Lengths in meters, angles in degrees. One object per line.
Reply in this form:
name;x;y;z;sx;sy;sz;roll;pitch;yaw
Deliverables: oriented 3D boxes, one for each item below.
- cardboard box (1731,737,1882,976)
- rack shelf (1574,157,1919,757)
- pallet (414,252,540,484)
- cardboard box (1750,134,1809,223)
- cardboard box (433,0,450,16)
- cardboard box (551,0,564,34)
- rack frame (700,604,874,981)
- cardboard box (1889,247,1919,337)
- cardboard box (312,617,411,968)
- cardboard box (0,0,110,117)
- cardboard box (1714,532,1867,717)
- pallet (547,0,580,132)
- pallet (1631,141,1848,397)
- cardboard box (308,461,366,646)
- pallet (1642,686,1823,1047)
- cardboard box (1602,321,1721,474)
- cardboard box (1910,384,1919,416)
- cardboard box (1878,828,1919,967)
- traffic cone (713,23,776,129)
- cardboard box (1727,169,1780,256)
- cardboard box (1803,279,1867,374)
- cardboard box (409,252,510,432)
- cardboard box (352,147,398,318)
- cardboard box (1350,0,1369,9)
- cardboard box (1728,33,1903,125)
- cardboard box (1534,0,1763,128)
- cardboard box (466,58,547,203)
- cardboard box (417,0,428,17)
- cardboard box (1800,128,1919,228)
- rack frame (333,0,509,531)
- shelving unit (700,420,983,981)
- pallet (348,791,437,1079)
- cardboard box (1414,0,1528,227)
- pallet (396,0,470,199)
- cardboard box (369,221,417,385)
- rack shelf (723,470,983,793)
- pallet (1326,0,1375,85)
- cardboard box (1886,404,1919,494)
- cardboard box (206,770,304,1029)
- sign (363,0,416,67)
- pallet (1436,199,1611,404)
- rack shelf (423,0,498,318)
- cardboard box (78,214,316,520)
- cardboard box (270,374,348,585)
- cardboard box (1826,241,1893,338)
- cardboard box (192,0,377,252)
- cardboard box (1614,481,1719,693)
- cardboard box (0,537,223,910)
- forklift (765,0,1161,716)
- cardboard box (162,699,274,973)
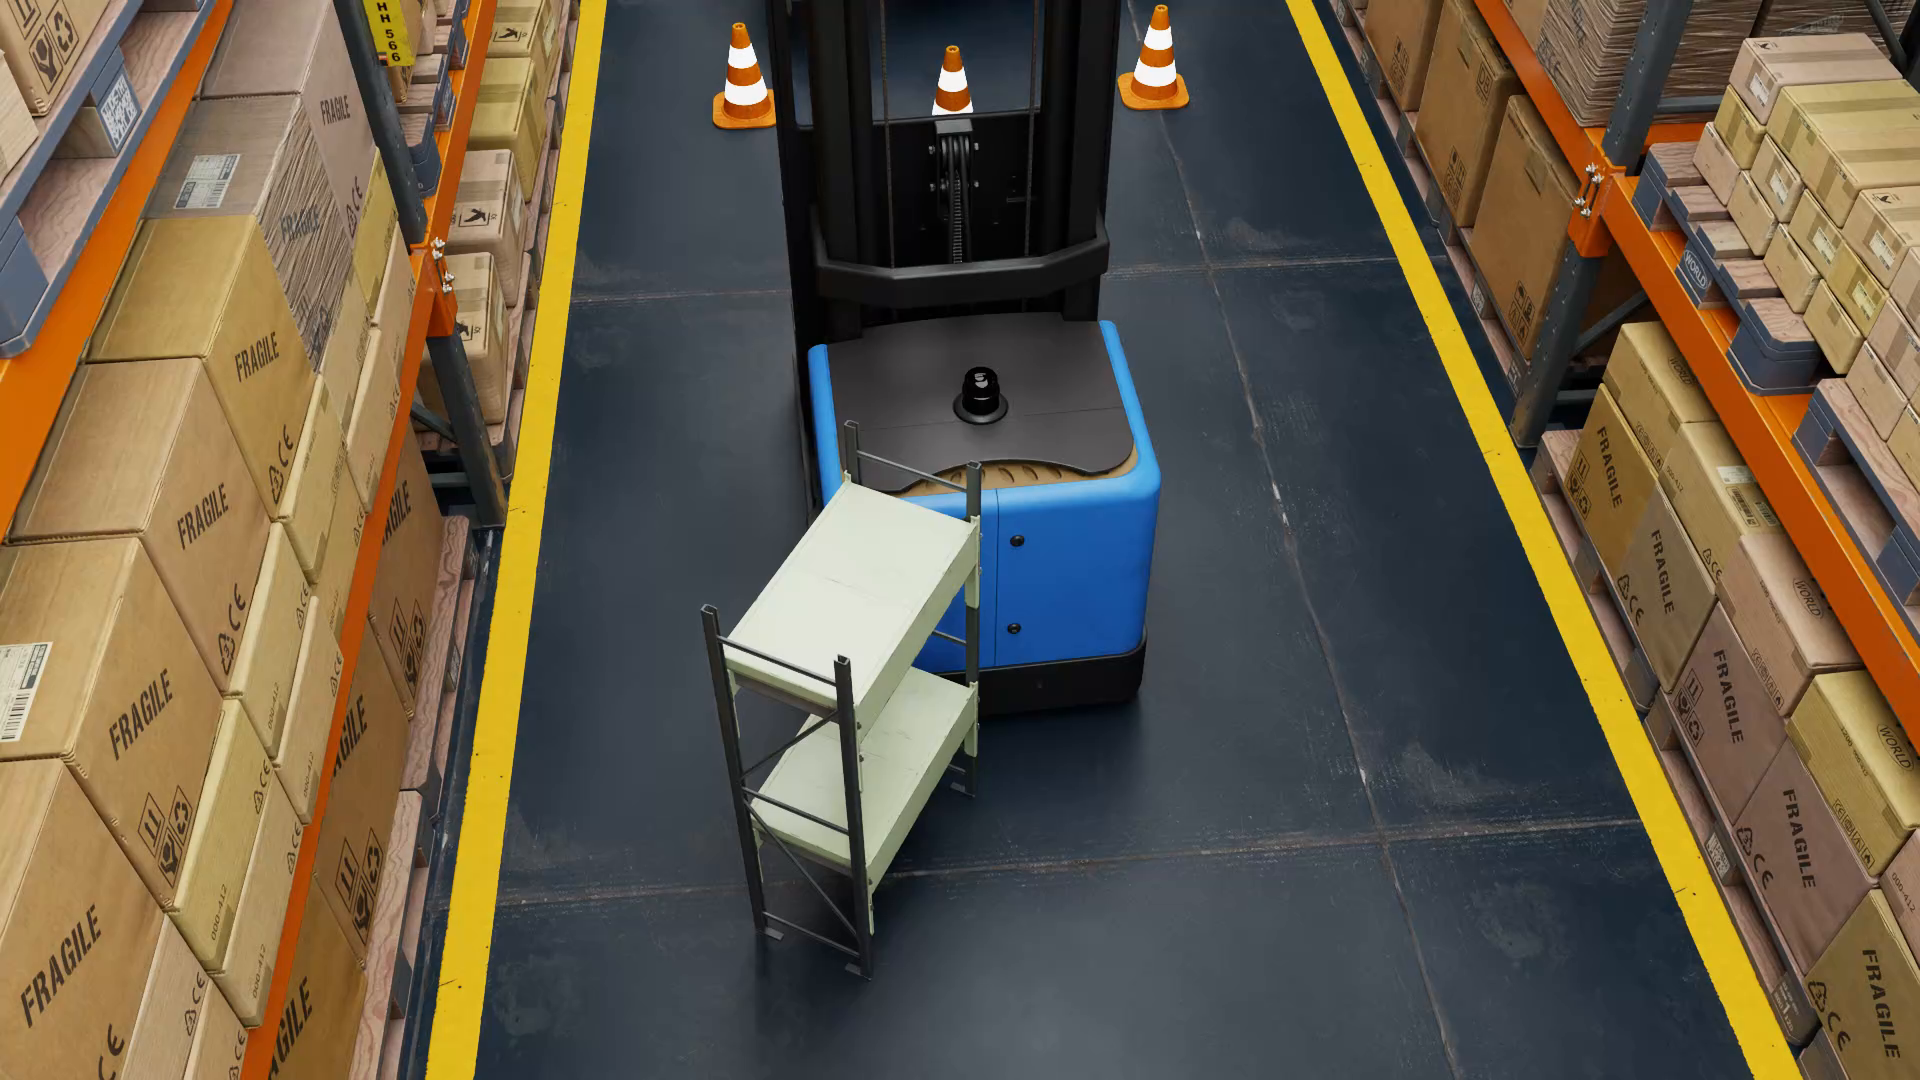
cardboard box;2.642;0.883;4.780;0.500;0.500;0.500;-4;47;-4
rack shelf;2.869;0.231;4.460;1.077;0.370;4.000;-3;47;-3
pallet;-2.287;-0.696;6.763;1.003;0.211;1.213;-3;47;-3
cardboard box;2.566;-1.065;4.872;0.380;0.149;0.250;-1;47;-1
cardboard box;-2.035;-2.001;5.963;0.380;0.149;0.250;-3;47;-3
cardboard box;-2.511;-2.845;8.399;0.950;0.372;0.625;-3;47;-3
rack frame;-0.443;0.740;4.516;0.400;1.500;0.023;19;49;17
cardboard box;2.634;-0.620;4.245;0.380;0.149;0.250;-2;47;-1
cardboard box;-2.177;0.648;4.745;0.875;0.875;0.875;-3;47;-3
cardboard box;-1.786;-1.042;2.747;0.500;0.500;0.500;-3;47;-3
cardboard box;2.589;0.234;4.879;0.500;0.250;0.500;-3;47;-3
pallet;-2.491;-2.461;8.435;1.003;0.211;1.213;-3;47;-3
pallet;2.867;-0.888;5.157;1.213;0.211;1.003;-3;47;-3
cardboard box;-1.837;0.047;4.243;0.500;0.250;0.500;-4;47;-4
pallet;2.864;0.942;5.213;1.003;0.211;1.213;-3;47;-3
cardboard box;2.518;-0.492;5.566;0.500;0.250;0.500;-5;47;-5
cardboard box;2.651;-0.330;4.175;0.380;0.149;0.250;-4;47;-4
cardboard box;2.692;0.992;4.160;0.500;0.250;0.500;-1;47;-1
traffic cone;-1.059;-2.299;8.108;0.336;0.463;0.334;-3;47;-3
cardboard box;2.560;-0.991;5.006;0.380;0.149;0.250;-1;47;-1
cardboard box;2.607;-0.601;4.637;0.380;0.149;0.250;-2;47;-1
cardboard box;-2.260;-0.739;6.405;0.950;0.372;0.625;-6;47;-6
cardboard box;-1.929;-0.874;4.771;0.500;0.250;0.500;-4;47;-3
cardboard box;2.508;-3.284;8.555;1.050;0.750;0.750;-4;47;-3
cardboard box;2.547;-1.376;4.962;0.380;0.149;0.250;-3;47;-3
cardboard box;2.396;-1.807;5.827;0.500;0.500;0.500;-3;47;-3
cardboard box;-2.388;-1.822;7.430;0.950;0.372;0.625;-2;47;-2
cardboard box;-2.081;-2.086;5.597;0.500;0.500;0.500;-1;47;-1
cardboard box;2.588;-1.008;4.612;0.380;0.149;0.250;-4;47;-4
rack frame;-2.223;-1.089;5.215;1.000;3.000;0.127;-3;47;-3
shelving unit;-0.286;0.500;4.744;0.431;1.500;0.755;19;49;17
pallet;-2.133;1.325;4.849;1.003;0.211;1.213;-3;47;-3
cardboard box;2.663;-1.912;7.255;1.050;0.750;0.750;-3;47;-3
pallet;-2.389;-1.532;5.767;1.213;0.211;1.003;-3;47;-3
cardboard box;-1.922;-0.687;4.938;0.500;0.250;0.500;-5;47;-5
rack shelf;-0.286;0.232;4.460;0.431;0.370;0.720;19;49;17
pallet;2.506;-2.845;8.799;1.003;0.211;1.213;-3;47;-3
cardboard box;2.650;-0.226;4.282;0.380;0.149;0.250;-3;47;-3
cardboard box;-1.734;0.776;3.552;0.500;0.250;0.500;-4;47;-4
sign;-1.670;-1.523;4.829;0.100;0.325;0.005;-3;47;-3
pallet;2.710;-1.079;7.127;1.003;0.211;1.213;-3;47;-3
rack shelf;-2.390;-2.289;6.847;1.077;0.370;4.000;-3;47;-3
cardboard box;-1.833;-0.379;3.785;0.500;0.500;0.500;-3;47;-3
cardboard box;-1.819;-0.135;4.070;0.500;0.250;0.500;-5;47;-4
cardboard box;2.613;-0.690;4.516;0.380;0.149;0.250;-3;47;-3
cardboard box;-1.919;-1.109;4.477;0.500;0.500;0.500;-5;47;-4
cardboard box;2.552;0.143;5.481;0.500;0.500;0.500;-3;47;-3
cardboard box;-1.748;0.362;3.084;0.500;0.500;0.500;-5;47;-4
forklift;-0.082;-1.461;5.615;1.130;2.935;3.031;-5;47;-5
cardboard box;-1.731;0.607;3.368;0.500;0.250;0.500;-3;47;-3
